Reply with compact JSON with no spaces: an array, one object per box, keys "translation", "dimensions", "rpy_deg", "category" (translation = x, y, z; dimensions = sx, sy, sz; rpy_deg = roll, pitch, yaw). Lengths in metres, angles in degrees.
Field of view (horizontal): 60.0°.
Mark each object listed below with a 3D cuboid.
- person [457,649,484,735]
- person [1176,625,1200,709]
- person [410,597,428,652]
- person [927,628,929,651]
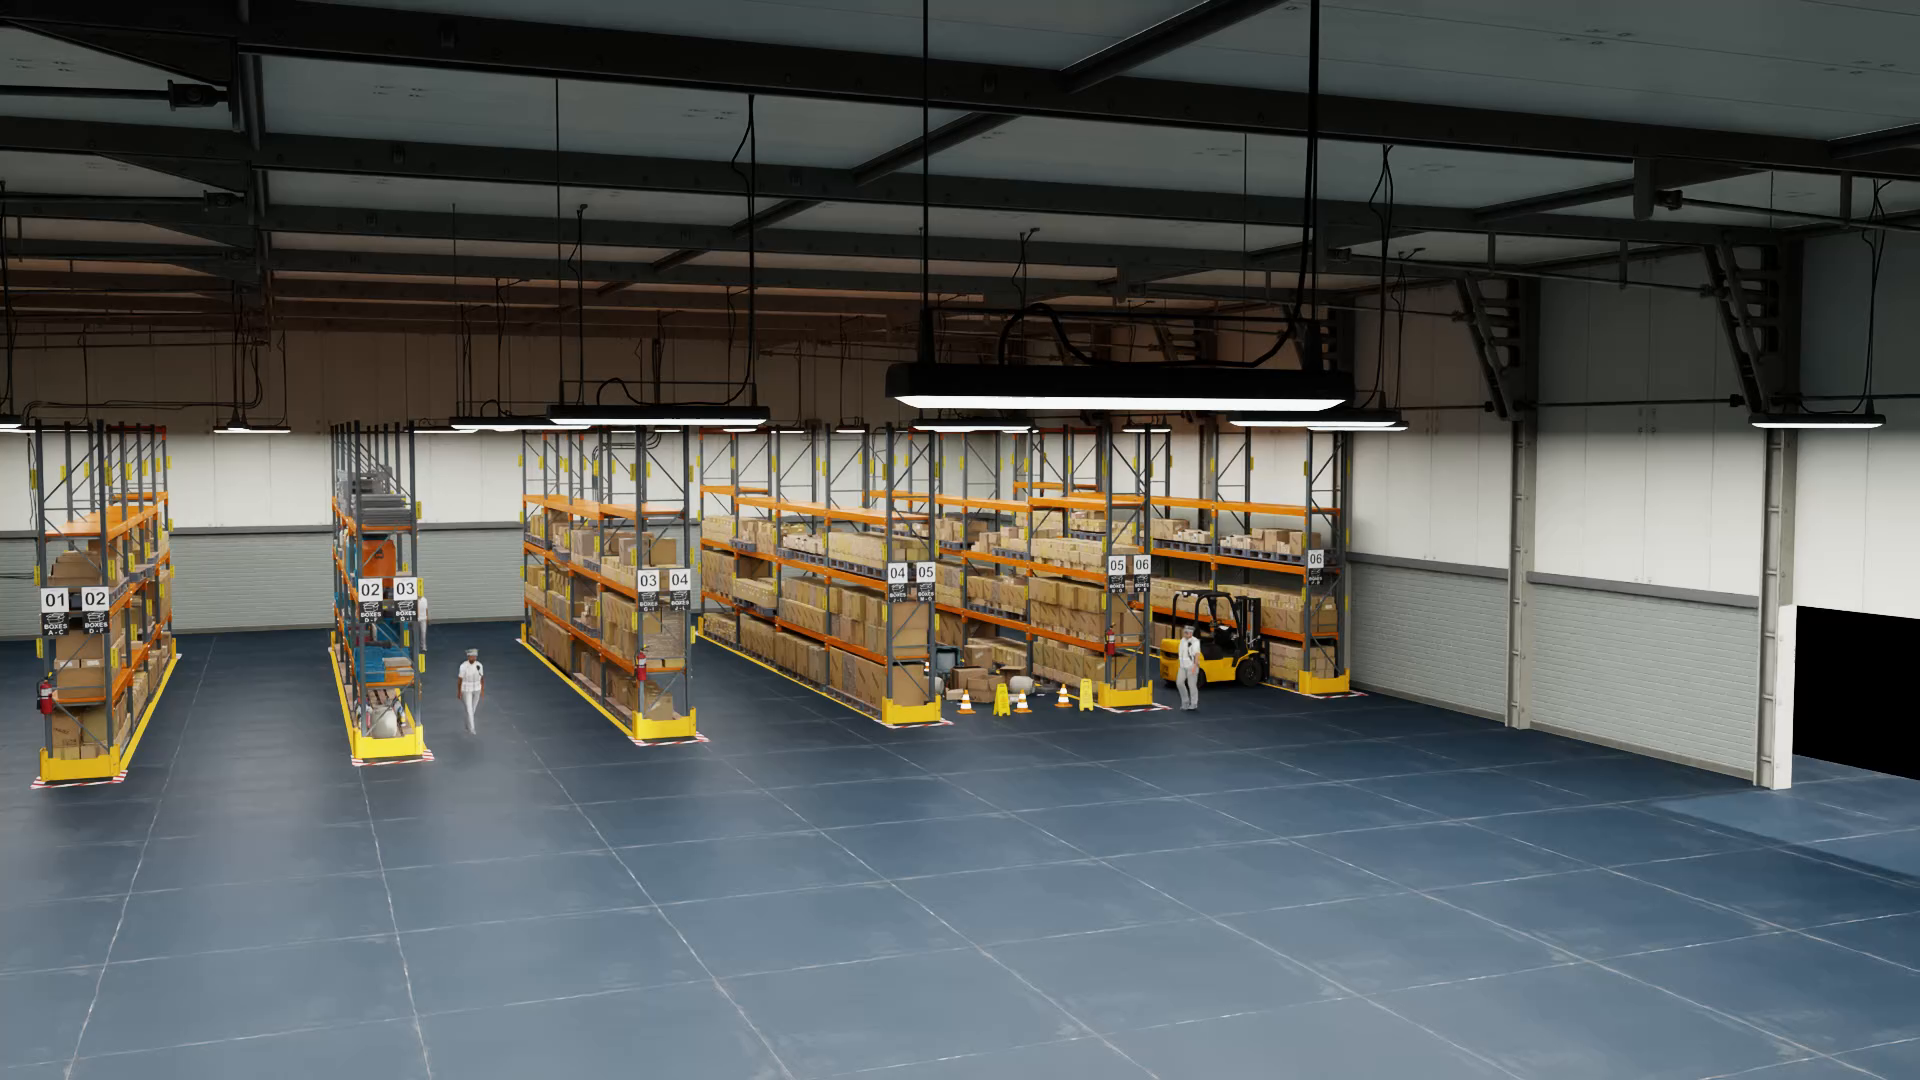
[{"translation":[-9.348,2.895,31.845],"dimensions":[0.496,1.626,0.961],"rpy_deg":[-3,5,-43],"category":"person"},{"translation":[4.802,2.704,34.851],"dimensions":[0.424,1.855,0.583],"rpy_deg":[-3,5,-38],"category":"person"},{"translation":[-14.393,2.104,44.138],"dimensions":[0.550,1.714,1.093],"rpy_deg":[-2,4,-25],"category":"person"},{"translation":[-0.961,2.148,42.191],"dimensions":[0.447,1.398,0.687],"rpy_deg":[-2,4,-34],"category":"person"}]
